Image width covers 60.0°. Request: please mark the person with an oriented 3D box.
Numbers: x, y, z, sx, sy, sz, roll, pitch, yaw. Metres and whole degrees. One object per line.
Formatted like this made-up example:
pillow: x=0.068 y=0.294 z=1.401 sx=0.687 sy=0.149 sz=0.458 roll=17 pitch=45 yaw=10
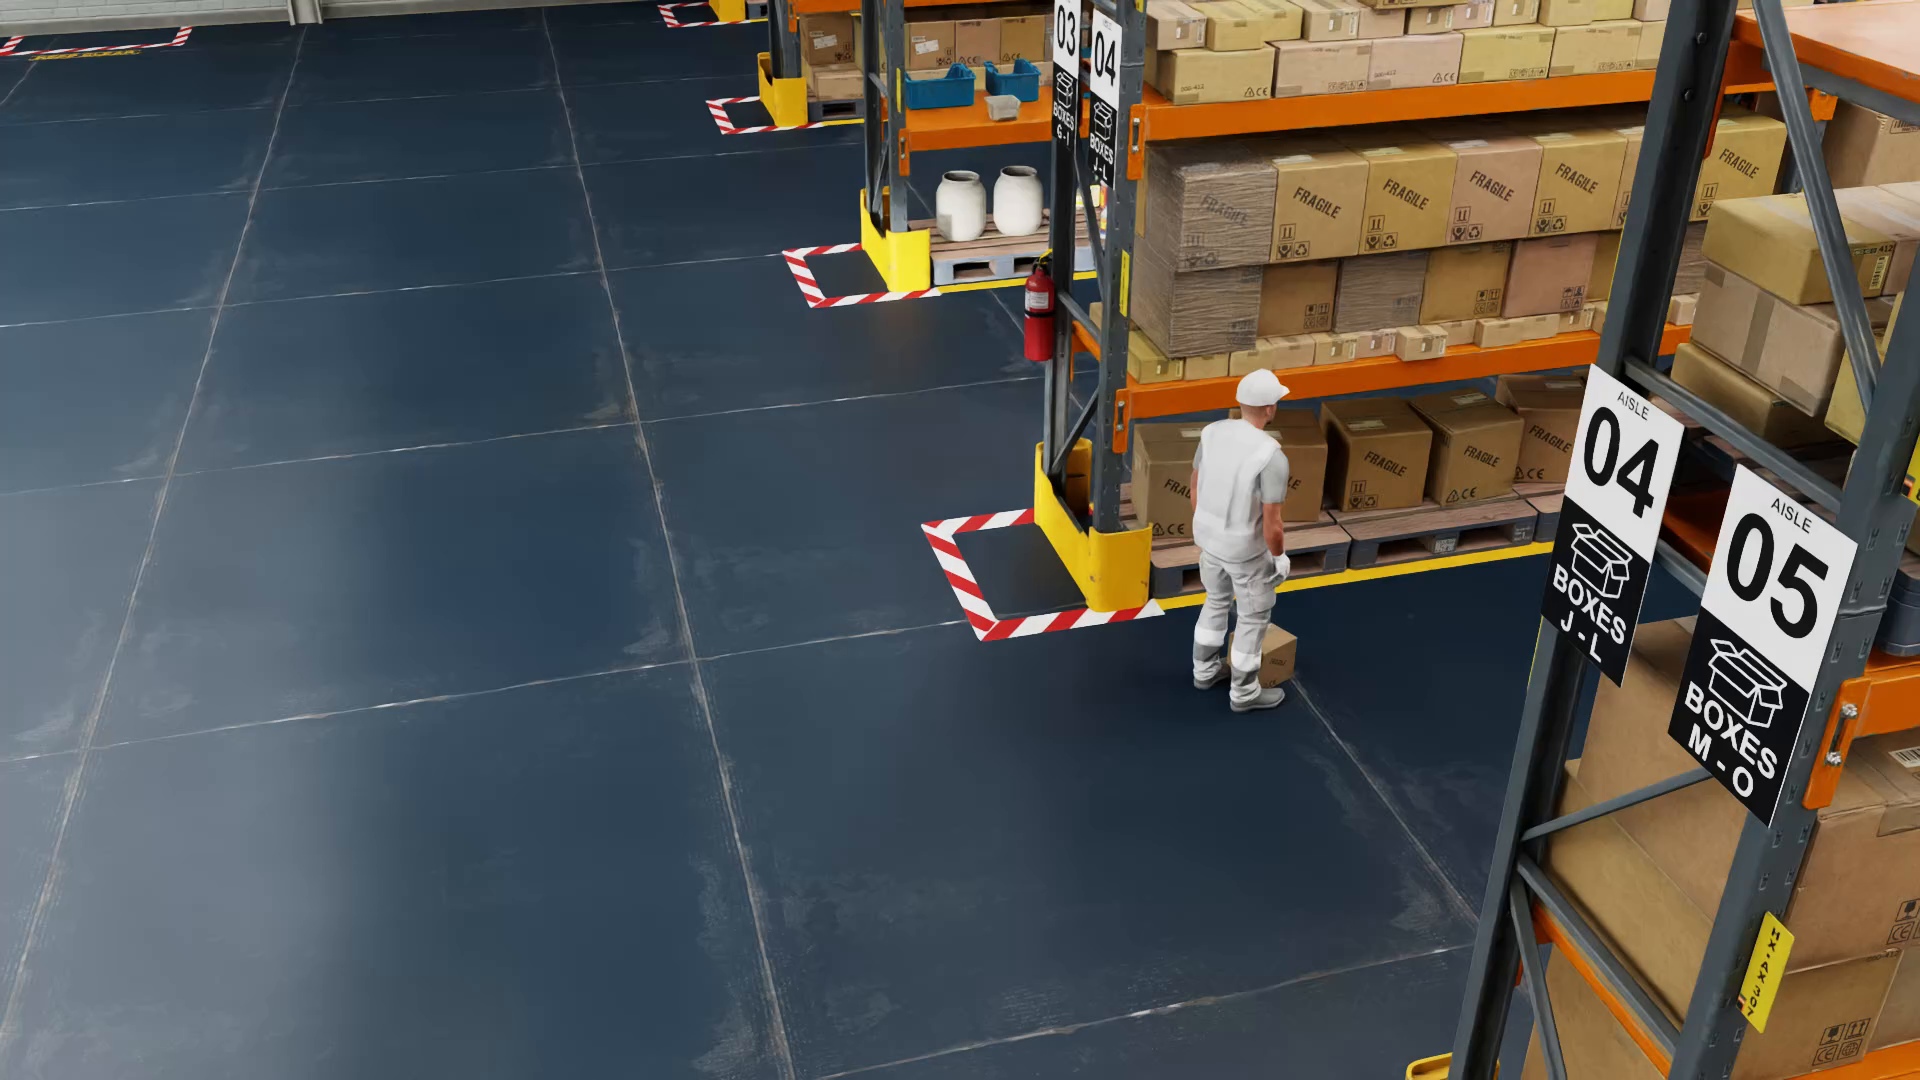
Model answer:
person: x=1.388 y=0.005 z=8.221 sx=0.453 sy=1.777 sz=0.608 roll=-21 pitch=36 yaw=-32
